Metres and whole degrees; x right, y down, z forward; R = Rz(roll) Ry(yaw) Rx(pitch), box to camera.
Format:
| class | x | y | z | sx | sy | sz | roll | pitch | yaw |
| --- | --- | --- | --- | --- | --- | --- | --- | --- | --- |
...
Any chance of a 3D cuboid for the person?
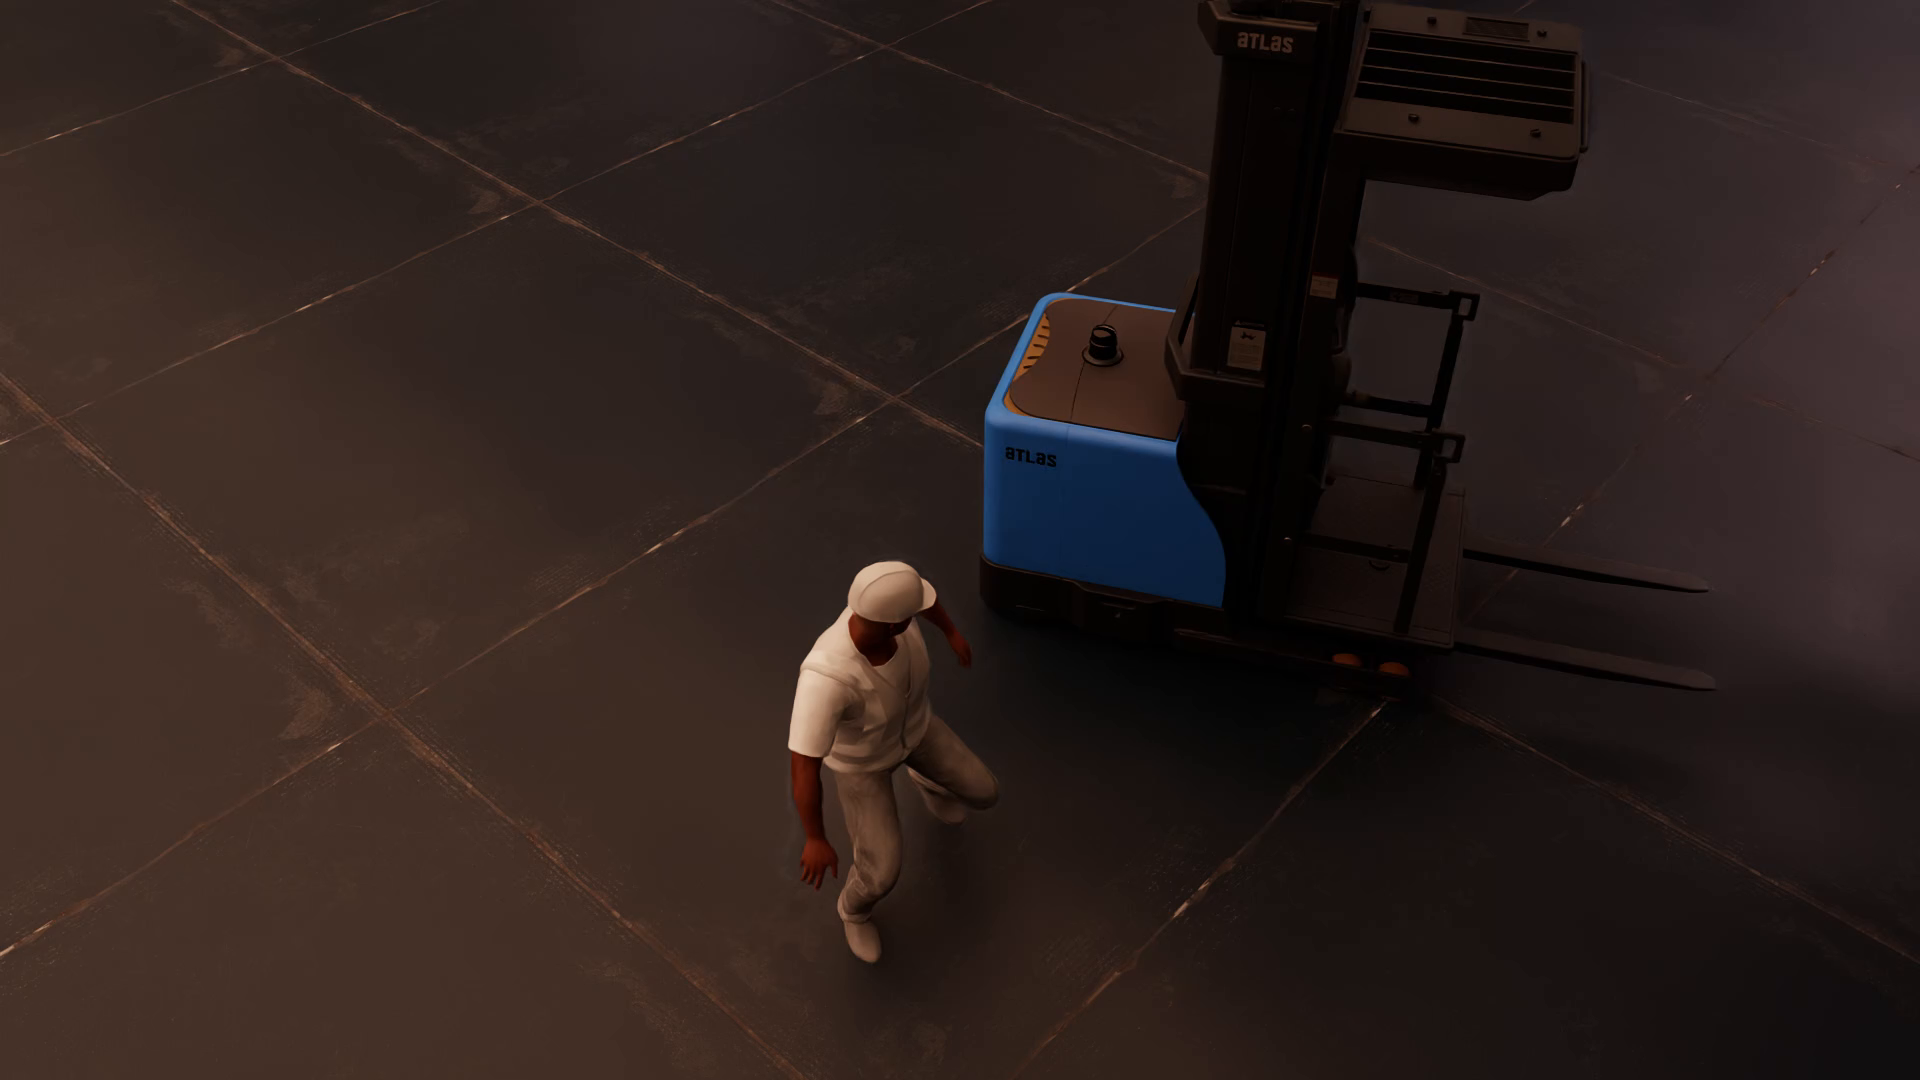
| class | x | y | z | sx | sy | sz | roll | pitch | yaw |
| --- | --- | --- | --- | --- | --- | --- | --- | --- | --- |
| person | -0.301 | 1.493 | 4.593 | 0.630 | 1.756 | 0.451 | 4 | 41 | 4 |

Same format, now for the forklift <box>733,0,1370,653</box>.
| class | x | y | z | sx | sy | sz | roll | pitch | yaw |
| --- | --- | --- | --- | --- | --- | --- | --- | --- | --- |
| forklift | 0.558 | -1.357 | 7.010 | 3.031 | 2.935 | 1.130 | -22 | 45 | -23 |
